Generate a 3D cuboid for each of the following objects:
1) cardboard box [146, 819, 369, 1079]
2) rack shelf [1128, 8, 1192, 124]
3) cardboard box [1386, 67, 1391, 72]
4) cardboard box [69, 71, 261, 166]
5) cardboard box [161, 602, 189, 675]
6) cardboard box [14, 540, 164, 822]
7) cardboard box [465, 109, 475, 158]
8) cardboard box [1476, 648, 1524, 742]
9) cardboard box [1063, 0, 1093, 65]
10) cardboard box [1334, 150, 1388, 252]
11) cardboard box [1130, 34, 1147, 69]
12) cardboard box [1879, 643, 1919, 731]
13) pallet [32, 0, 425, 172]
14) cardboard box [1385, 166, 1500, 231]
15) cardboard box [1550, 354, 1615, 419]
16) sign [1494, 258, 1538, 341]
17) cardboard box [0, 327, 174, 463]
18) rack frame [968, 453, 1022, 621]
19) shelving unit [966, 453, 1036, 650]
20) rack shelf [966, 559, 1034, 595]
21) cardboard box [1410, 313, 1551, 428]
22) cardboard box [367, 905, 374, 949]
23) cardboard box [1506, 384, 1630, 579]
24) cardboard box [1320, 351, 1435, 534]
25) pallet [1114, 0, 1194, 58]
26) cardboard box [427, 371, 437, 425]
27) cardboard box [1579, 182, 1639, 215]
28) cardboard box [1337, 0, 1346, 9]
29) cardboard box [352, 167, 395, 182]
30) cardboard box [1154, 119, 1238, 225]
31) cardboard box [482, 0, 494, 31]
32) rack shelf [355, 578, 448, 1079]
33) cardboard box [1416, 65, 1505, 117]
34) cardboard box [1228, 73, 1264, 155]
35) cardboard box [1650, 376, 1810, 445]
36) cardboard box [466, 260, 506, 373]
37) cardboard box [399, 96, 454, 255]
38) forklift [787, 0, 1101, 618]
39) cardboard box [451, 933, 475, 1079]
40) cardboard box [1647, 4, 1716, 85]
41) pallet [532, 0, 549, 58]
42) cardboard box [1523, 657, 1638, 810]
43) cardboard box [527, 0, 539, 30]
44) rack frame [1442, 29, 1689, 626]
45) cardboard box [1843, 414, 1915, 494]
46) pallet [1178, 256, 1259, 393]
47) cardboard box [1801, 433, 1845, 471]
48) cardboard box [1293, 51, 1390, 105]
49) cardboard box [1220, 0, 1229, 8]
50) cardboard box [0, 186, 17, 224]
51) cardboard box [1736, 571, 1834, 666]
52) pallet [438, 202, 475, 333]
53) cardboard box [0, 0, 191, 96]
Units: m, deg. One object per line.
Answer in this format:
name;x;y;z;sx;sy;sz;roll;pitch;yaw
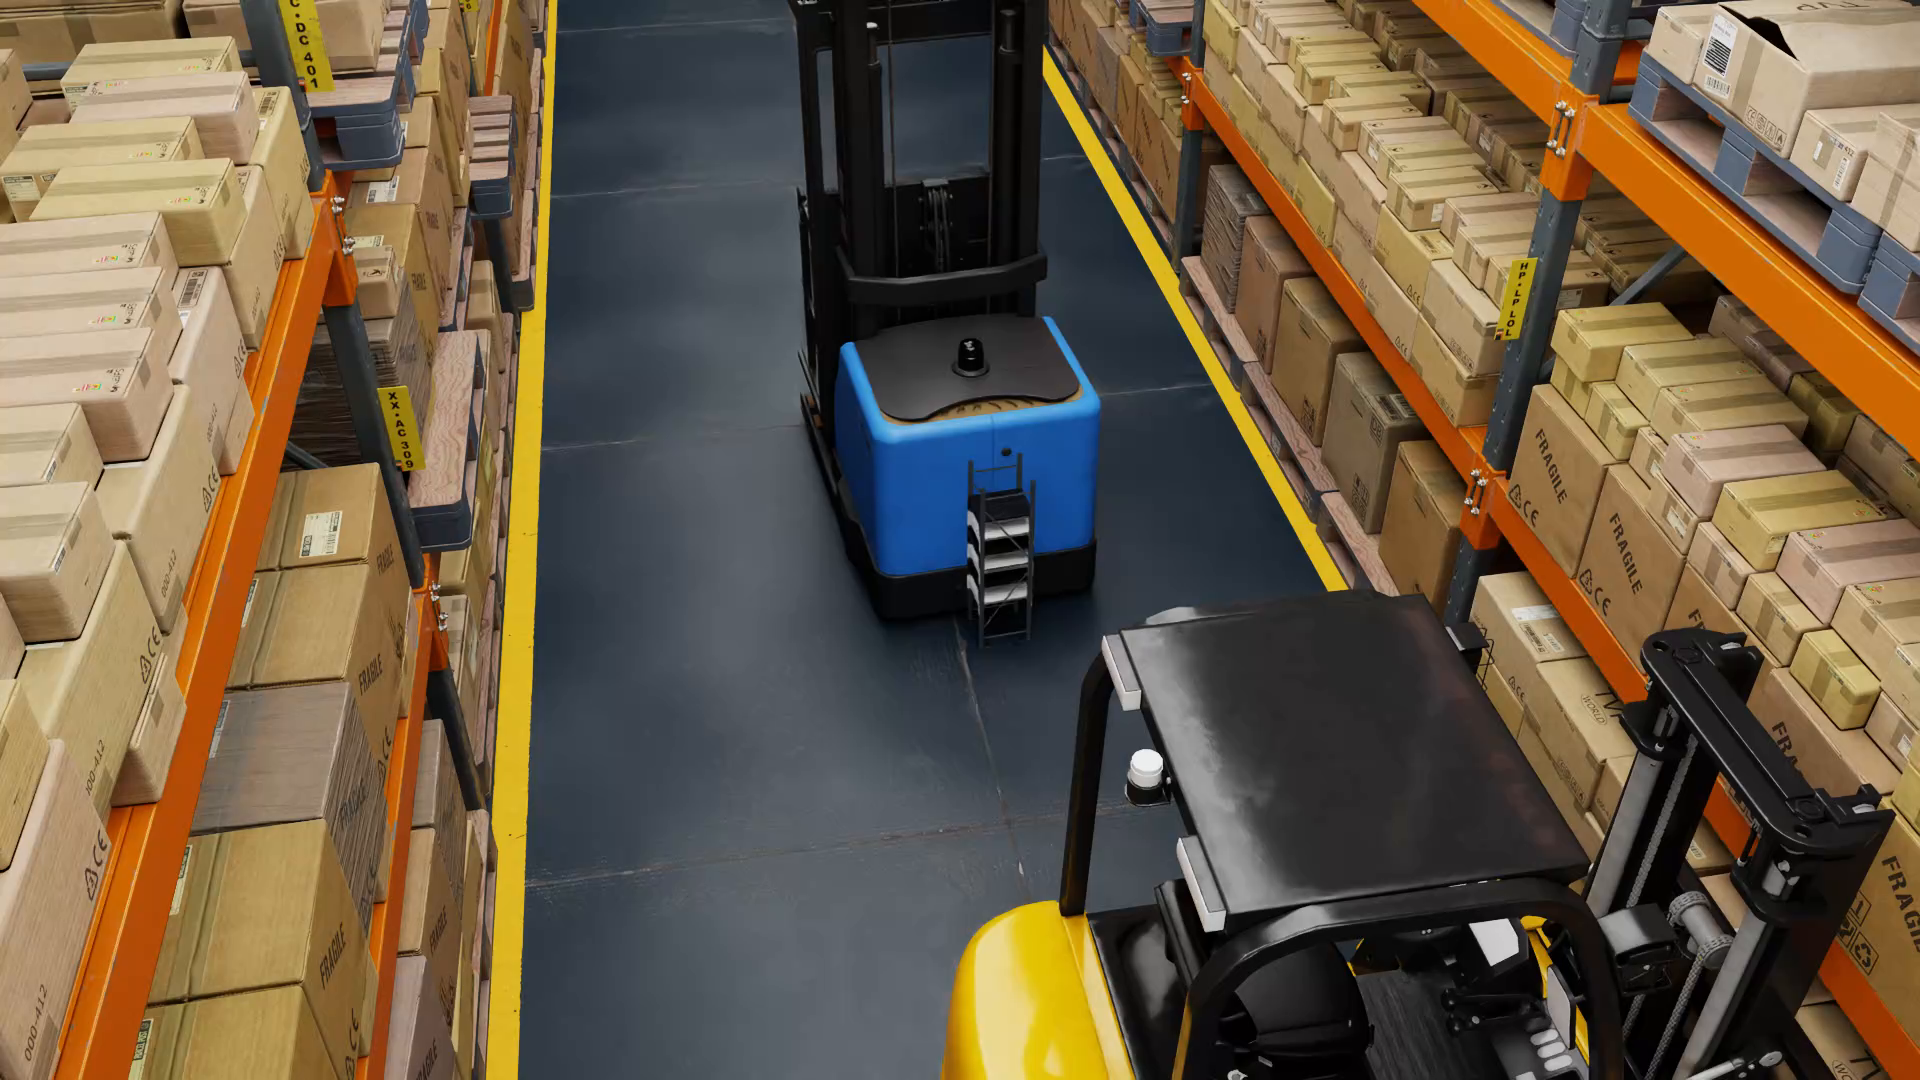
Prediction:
cardboard box;-1.760;1.058;4.019;0.500;0.500;0.500;-7;38;-9
rack shelf;1.464;-3.834;11.227;1.077;0.370;4.000;-6;38;-8
cardboard box;2.344;-2.196;8.246;0.500;0.250;0.500;-6;38;-8
cardboard box;-1.978;-1.042;4.156;0.380;0.149;0.250;-7;38;-9
cardboard box;-1.724;0.202;3.204;0.380;0.149;0.250;-7;38;-9
cardboard box;-1.688;0.268;2.795;0.500;0.250;0.500;-5;38;-7
cardboard box;-2.576;-1.967;8.099;0.380;0.149;0.250;-7;38;-8
cardboard box;2.297;0.554;6.484;0.500;0.250;0.500;-6;38;-8
cardboard box;1.080;-3.868;12.379;0.500;0.500;0.500;-7;38;-9
cardboard box;1.997;-1.521;7.378;0.500;0.250;0.500;-6;38;-7
cardboard box;1.352;-3.257;11.063;0.380;0.149;0.250;-7;38;-9
cardboard box;2.673;0.389;4.352;0.380;0.149;0.250;-6;38;-7
pallet;-2.373;-1.453;5.283;1.213;0.211;1.003;-6;38;-8
cardboard box;2.007;-1.424;6.928;0.380;0.149;0.250;-7;38;-9
cardboard box;2.313;-0.569;5.827;0.380;0.149;0.250;-7;38;-9
sign;1.984;-0.856;5.928;0.100;0.325;0.005;-6;38;-8
cardboard box;-1.734;-0.264;3.155;0.380;0.149;0.250;-6;38;-7
rack frame;0.152;-0.001;7.417;0.240;0.900;0.006;-9;39;-11
shelving unit;0.177;0.060;7.339;0.258;0.900;0.210;-9;39;-11
rack shelf;0.177;0.157;7.415;0.258;0.077;0.200;-9;39;-11
cardboard box;2.170;-0.711;6.743;0.500;0.250;0.500;-5;38;-7
cardboard box;-1.817;1.073;4.528;0.380;0.149;0.250;-7;38;-9
cardboard box;2.337;-0.238;5.929;0.500;0.500;0.500;-7;38;-9
cardboard box;2.285;-0.506;7.949;0.875;0.625;0.625;-7;38;-8
pallet;1.627;-3.236;10.027;1.213;0.211;1.003;-6;38;-8
cardboard box;-2.191;-0.544;6.268;0.380;0.149;0.250;-5;38;-7
cardboard box;2.627;-1.344;6.825;0.380;0.149;0.250;-6;38;-8
cardboard box;2.227;-2.885;8.809;0.380;0.149;0.250;-5;38;-7
cardboard box;-2.396;-1.504;6.446;0.380;0.149;0.250;-4;38;-5
cardboard box;1.529;-2.321;10.388;0.500;0.500;0.500;-5;38;-7
cardboard box;-3.103;-3.263;10.028;0.500;0.250;0.500;-5;38;-6
rack shelf;-2.019;1.534;4.317;1.077;0.370;4.000;-6;38;-8
cardboard box;2.359;-2.106;7.806;0.380;0.149;0.250;-5;38;-7
cardboard box;1.735;-2.253;8.727;0.500;0.250;0.500;-7;38;-9
cardboard box;2.468;-0.382;5.344;0.380;0.149;0.250;-7;38;-9
cardboard box;-2.982;-1.160;8.998;0.950;0.372;0.625;-9;39;-11
cardboard box;-2.432;-1.507;6.978;0.500;0.500;0.500;-8;39;-10
forklift;-0.229;-1.708;7.959;1.130;2.935;3.031;-9;39;-11
cardboard box;-1.898;1.610;5.531;0.500;0.250;0.500;-7;38;-9
cardboard box;2.296;-1.481;4.948;0.380;0.149;0.250;-5;38;-7
pallet;-3.829;-4.157;13.328;1.003;0.211;1.213;-6;38;-8
cardboard box;2.372;0.667;5.931;0.500;0.250;0.500;-6;38;-8
cardboard box;-3.777;-4.335;13.031;0.875;0.438;0.875;-7;38;-9
rack frame;2.516;-0.494;6.341;1.000;3.000;0.127;-6;38;-8
cardboard box;3.038;-0.288;5.223;0.380;0.149;0.250;-7;38;-9
pallet;1.921;-1.308;9.661;1.003;0.211;1.213;-6;38;-8
cardboard box;2.942;-0.315;5.501;0.380;0.149;0.250;-5;38;-7
cardboard box;1.817;-2.203;7.931;0.380;0.149;0.250;-5;38;-7
cardboard box;1.581;-2.982;8.933;0.380;0.149;0.250;-5;38;-7
cardboard box;-2.463;-0.595;3.906;0.500;0.250;0.500;-7;38;-8
cardboard box;2.509;0.207;4.828;0.380;0.149;0.250;-7;38;-9
pallet;-2.684;-1.107;7.287;1.003;0.211;1.213;-6;38;-8
cardboard box;-2.615;-1.587;5.082;0.500;0.250;0.500;-7;38;-9
